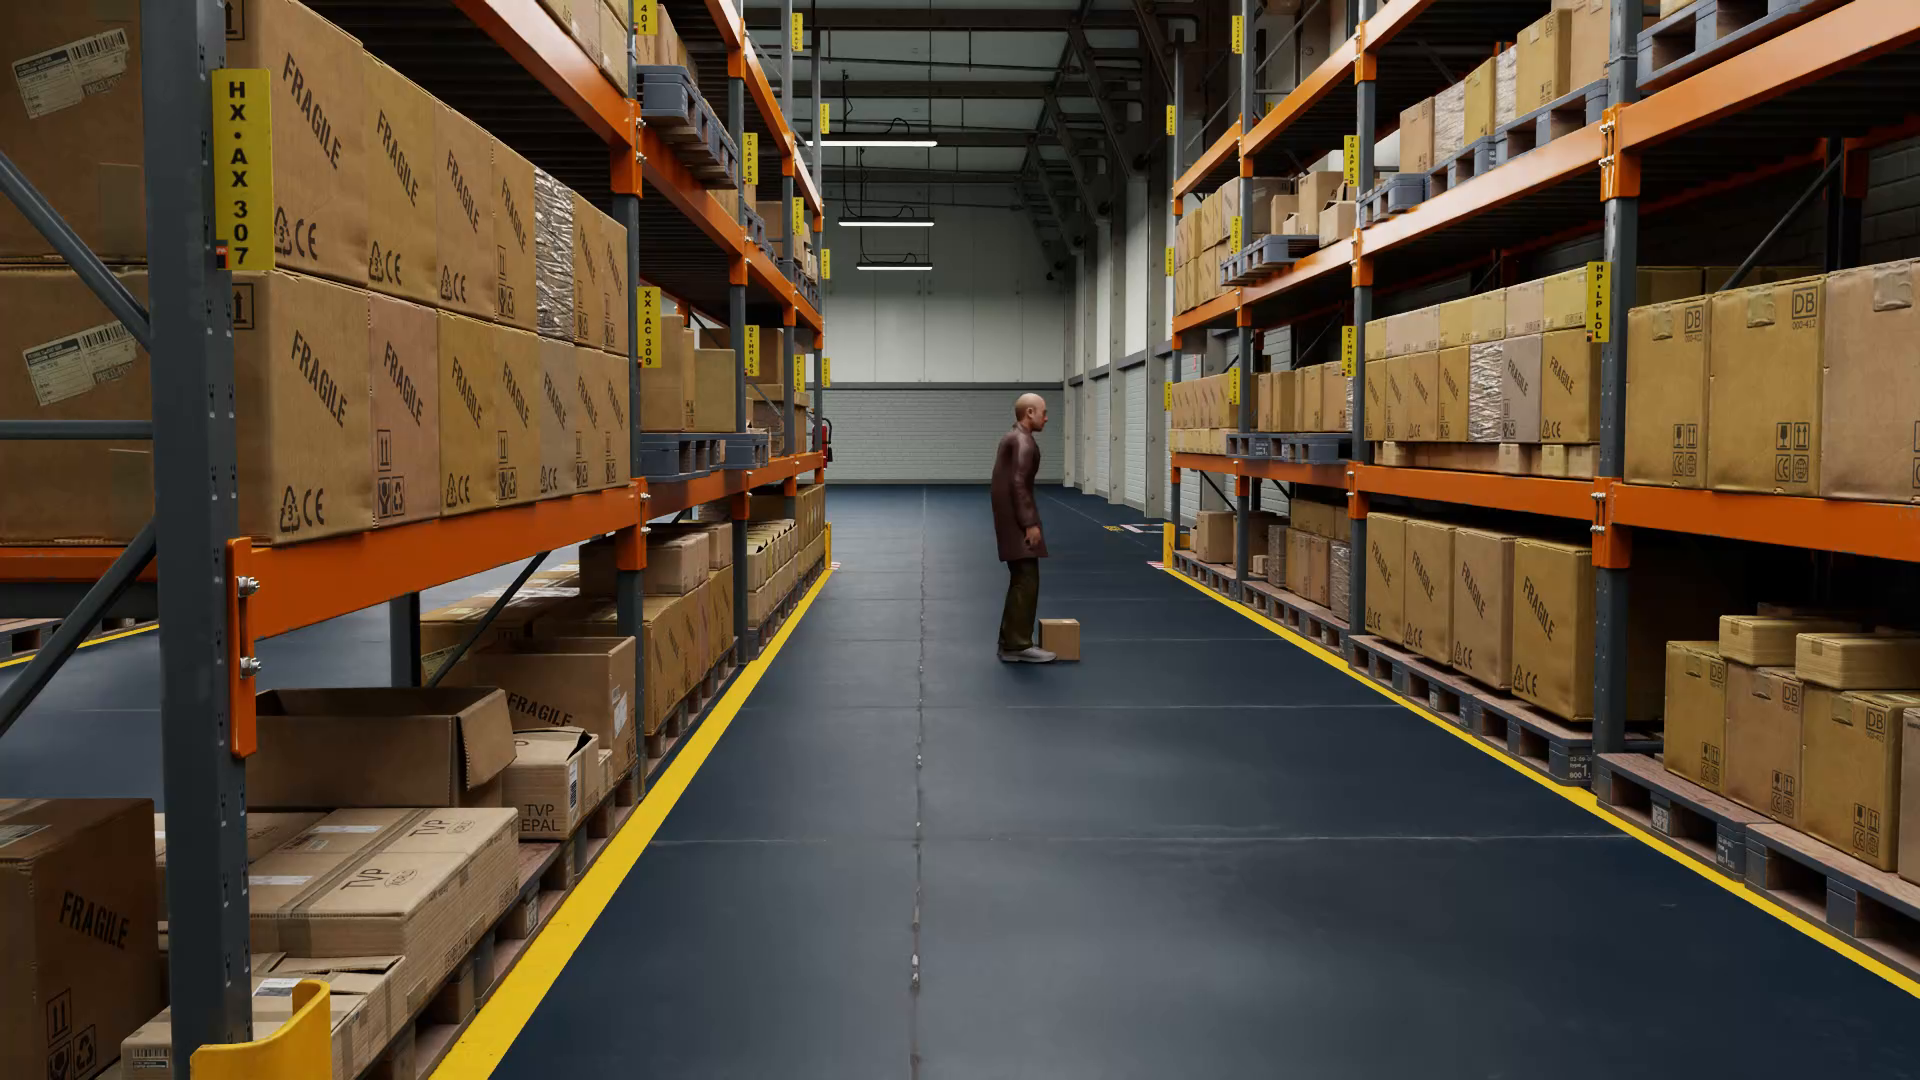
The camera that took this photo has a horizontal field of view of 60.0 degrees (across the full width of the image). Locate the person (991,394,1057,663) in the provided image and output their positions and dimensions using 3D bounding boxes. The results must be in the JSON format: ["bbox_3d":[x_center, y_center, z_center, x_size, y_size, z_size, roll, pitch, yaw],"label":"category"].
[{"bbox_3d":[0.418,-0.091,11.124,0.416,1.774,0.653,0,4,-2],"label":"person"}]
